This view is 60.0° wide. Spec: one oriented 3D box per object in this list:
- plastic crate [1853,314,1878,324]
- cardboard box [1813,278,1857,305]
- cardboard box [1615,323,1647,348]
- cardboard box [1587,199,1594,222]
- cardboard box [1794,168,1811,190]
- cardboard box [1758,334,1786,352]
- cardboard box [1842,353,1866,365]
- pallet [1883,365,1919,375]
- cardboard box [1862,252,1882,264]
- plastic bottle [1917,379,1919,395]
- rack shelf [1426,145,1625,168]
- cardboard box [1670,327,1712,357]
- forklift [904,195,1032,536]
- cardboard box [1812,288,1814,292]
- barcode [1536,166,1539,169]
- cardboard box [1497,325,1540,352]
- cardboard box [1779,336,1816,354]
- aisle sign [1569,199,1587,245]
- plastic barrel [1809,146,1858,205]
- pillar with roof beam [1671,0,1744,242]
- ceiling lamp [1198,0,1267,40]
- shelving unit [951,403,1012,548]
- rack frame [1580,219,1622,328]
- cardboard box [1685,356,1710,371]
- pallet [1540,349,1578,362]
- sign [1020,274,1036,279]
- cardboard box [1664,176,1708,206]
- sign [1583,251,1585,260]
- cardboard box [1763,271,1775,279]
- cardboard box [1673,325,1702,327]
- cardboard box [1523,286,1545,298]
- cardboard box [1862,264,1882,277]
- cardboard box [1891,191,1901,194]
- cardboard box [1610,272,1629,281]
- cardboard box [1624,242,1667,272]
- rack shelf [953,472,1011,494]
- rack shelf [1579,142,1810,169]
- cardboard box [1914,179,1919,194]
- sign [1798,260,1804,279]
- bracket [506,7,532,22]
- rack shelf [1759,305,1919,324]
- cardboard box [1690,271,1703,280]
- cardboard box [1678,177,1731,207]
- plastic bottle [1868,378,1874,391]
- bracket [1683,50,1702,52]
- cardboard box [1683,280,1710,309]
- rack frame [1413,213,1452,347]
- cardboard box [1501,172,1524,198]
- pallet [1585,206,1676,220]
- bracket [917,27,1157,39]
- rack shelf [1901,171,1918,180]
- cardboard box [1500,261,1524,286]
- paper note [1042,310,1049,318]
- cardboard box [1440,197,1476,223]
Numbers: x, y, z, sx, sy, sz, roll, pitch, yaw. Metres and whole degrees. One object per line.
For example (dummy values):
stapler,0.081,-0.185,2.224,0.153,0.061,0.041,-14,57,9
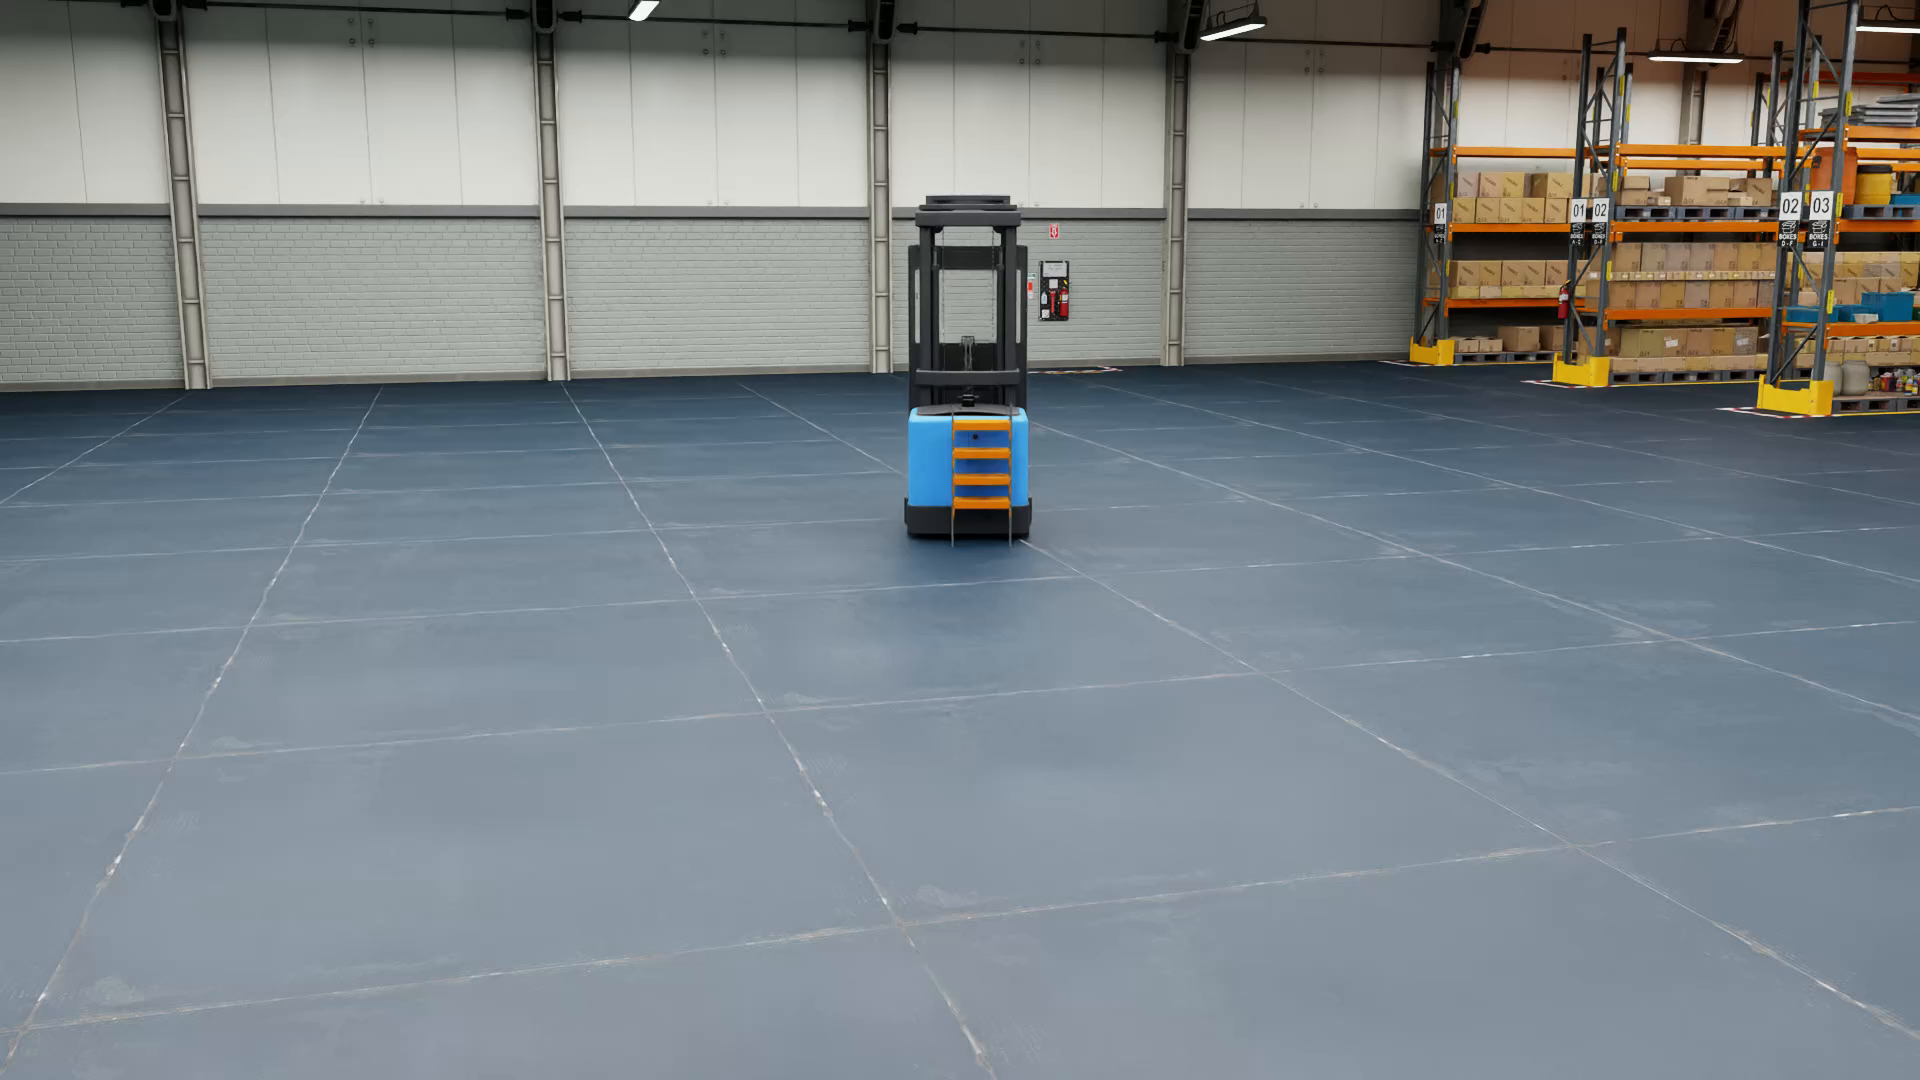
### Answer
plastic crate,13.304,-3.243,24.405,0.250,0.136,0.298,-3,11,-16
cardboard box,16.062,-4.558,30.548,0.500,0.500,0.500,-2,11,-12
cardboard box,14.128,-4.335,35.298,0.500,0.500,0.700,-3,11,-14
cardboard box,13.008,-6.773,34.238,0.500,0.500,0.500,-3,11,-14
cardboard box,15.417,-6.448,29.985,0.500,0.500,0.500,-3,11,-15
cardboard box,15.123,-3.647,30.759,0.500,0.311,0.500,-3,11,-16
cardboard box,16.258,-3.331,30.589,0.500,0.250,0.500,-3,11,-18
pallet,17.853,-3.243,31.379,1.213,0.211,1.003,-3,11,-16
cardboard box,19.747,-6.168,36.345,0.500,0.250,0.500,-3,11,-15
plastic bottle,14.405,-2.309,24.894,0.133,0.283,0.061,-3,11,-15
rack shelf,11.506,-7.801,33.866,4.000,0.370,1.077,-3,11,-16
cardboard box,12.992,-3.531,29.607,0.500,0.500,0.500,-3,11,-16
forklift,0.071,-1.697,15.472,1.130,2.935,3.031,0,10,0
cardboard box,18.377,-5.417,36.125,0.250,0.149,0.380,-3,11,-17
barcode,11.971,-7.721,34.474,0.075,0.075,0.001,-3,11,-16
cardboard box,11.541,-4.169,34.397,0.500,0.500,0.700,-4,11,-20
cardboard box,15.281,-3.554,30.255,0.500,0.311,0.500,-3,11,-16
aisle sign,10.828,-5.570,29.141,0.004,0.787,0.394,-3,11,-16
plastic barrel,12.786,-5.323,24.344,0.708,0.830,0.600,-3,11,-16
pillar with roof beam,16.980,-7.797,31.844,0.548,9.000,9.100,-3,11,-16
ceiling lamp,4.224,-9.871,26.992,0.800,3.185,2.000,-3,11,-16
shelving unit,0.181,-0.546,13.997,0.503,1.200,0.258,0,10,-1
rack frame,13.426,-5.308,34.893,0.127,3.000,1.000,-3,11,-16
cardboard box,12.991,-3.163,29.676,0.500,0.250,0.500,-3,11,-16
pallet,12.791,-3.896,34.928,1.213,0.211,1.003,-3,11,-16
sign,1.319,-5.136,32.397,0.331,0.109,0.001,-3,11,-16
cardboard box,12.644,-6.080,28.984,0.500,0.500,0.500,-3,11,-16
sign,13.267,-5.973,35.312,0.005,0.325,0.100,-3,11,-16
cardboard box,14.375,-4.752,29.806,0.250,0.149,0.380,-3,11,-17
cardboard box,13.321,-3.650,30.253,0.500,0.500,0.500,-3,11,-16
cardboard box,11.614,-5.089,34.067,0.500,0.250,0.500,-3,11,-15
cardboard box,19.763,-5.799,36.410,0.500,0.500,0.500,-3,11,-16
cardboard box,20.231,-7.428,36.634,0.500,0.500,0.700,-4,11,-19
cardboard box,11.410,-4.595,28.954,0.250,0.149,0.380,-3,11,-16
cardboard box,11.980,-4.983,29.271,0.500,0.500,0.700,-3,11,-17
rack shelf,0.181,-0.479,14.010,0.480,0.148,0.258,0,10,-1
rack shelf,12.894,-6.745,29.225,4.000,0.370,1.077,-3,11,-16
cardboard box,21.713,-7.814,37.132,0.500,0.500,0.500,-3,11,-16
sign,14.971,-4.815,29.607,0.005,0.325,0.100,-3,11,-16
bracket,-7.566,-9.018,28.537,0.430,0.232,0.235,-3,11,-16
rack shelf,16.734,-4.194,30.832,4.000,0.370,1.077,-3,11,-16
cardboard box,12.887,-4.672,29.376,0.250,0.149,0.380,-3,11,-15
cardboard box,13.198,-6.187,29.552,0.637,0.503,0.797,-2,11,-10
plastic bottle,13.995,-2.392,25.571,0.097,0.201,0.097,0,10,0
bracket,15.477,-10.233,35.134,0.430,0.232,0.235,-3,11,-16
cardboard box,12.911,-4.394,29.652,0.500,0.500,0.700,-3,11,-14
rack frame,9.585,-5.105,33.794,0.127,3.000,1.000,-3,11,-16
cardboard box,11.008,-7.153,33.539,0.500,0.500,0.500,-3,11,-14
pallet,11.660,-5.707,29.023,1.213,0.211,1.003,-3,11,-16
bracket,1.465,-9.494,31.122,4.783,0.066,0.076,-3,11,-16
rack shelf,23.027,-8.214,37.200,4.000,0.370,1.077,-3,11,-16
cardboard box,11.103,-5.430,33.848,0.500,0.500,0.500,-3,11,-18
paper note,1.682,-4.439,32.607,0.142,0.148,0.016,-3,11,-16
cardboard box,9.976,-6.613,33.367,0.500,0.500,0.500,-3,11,-14
